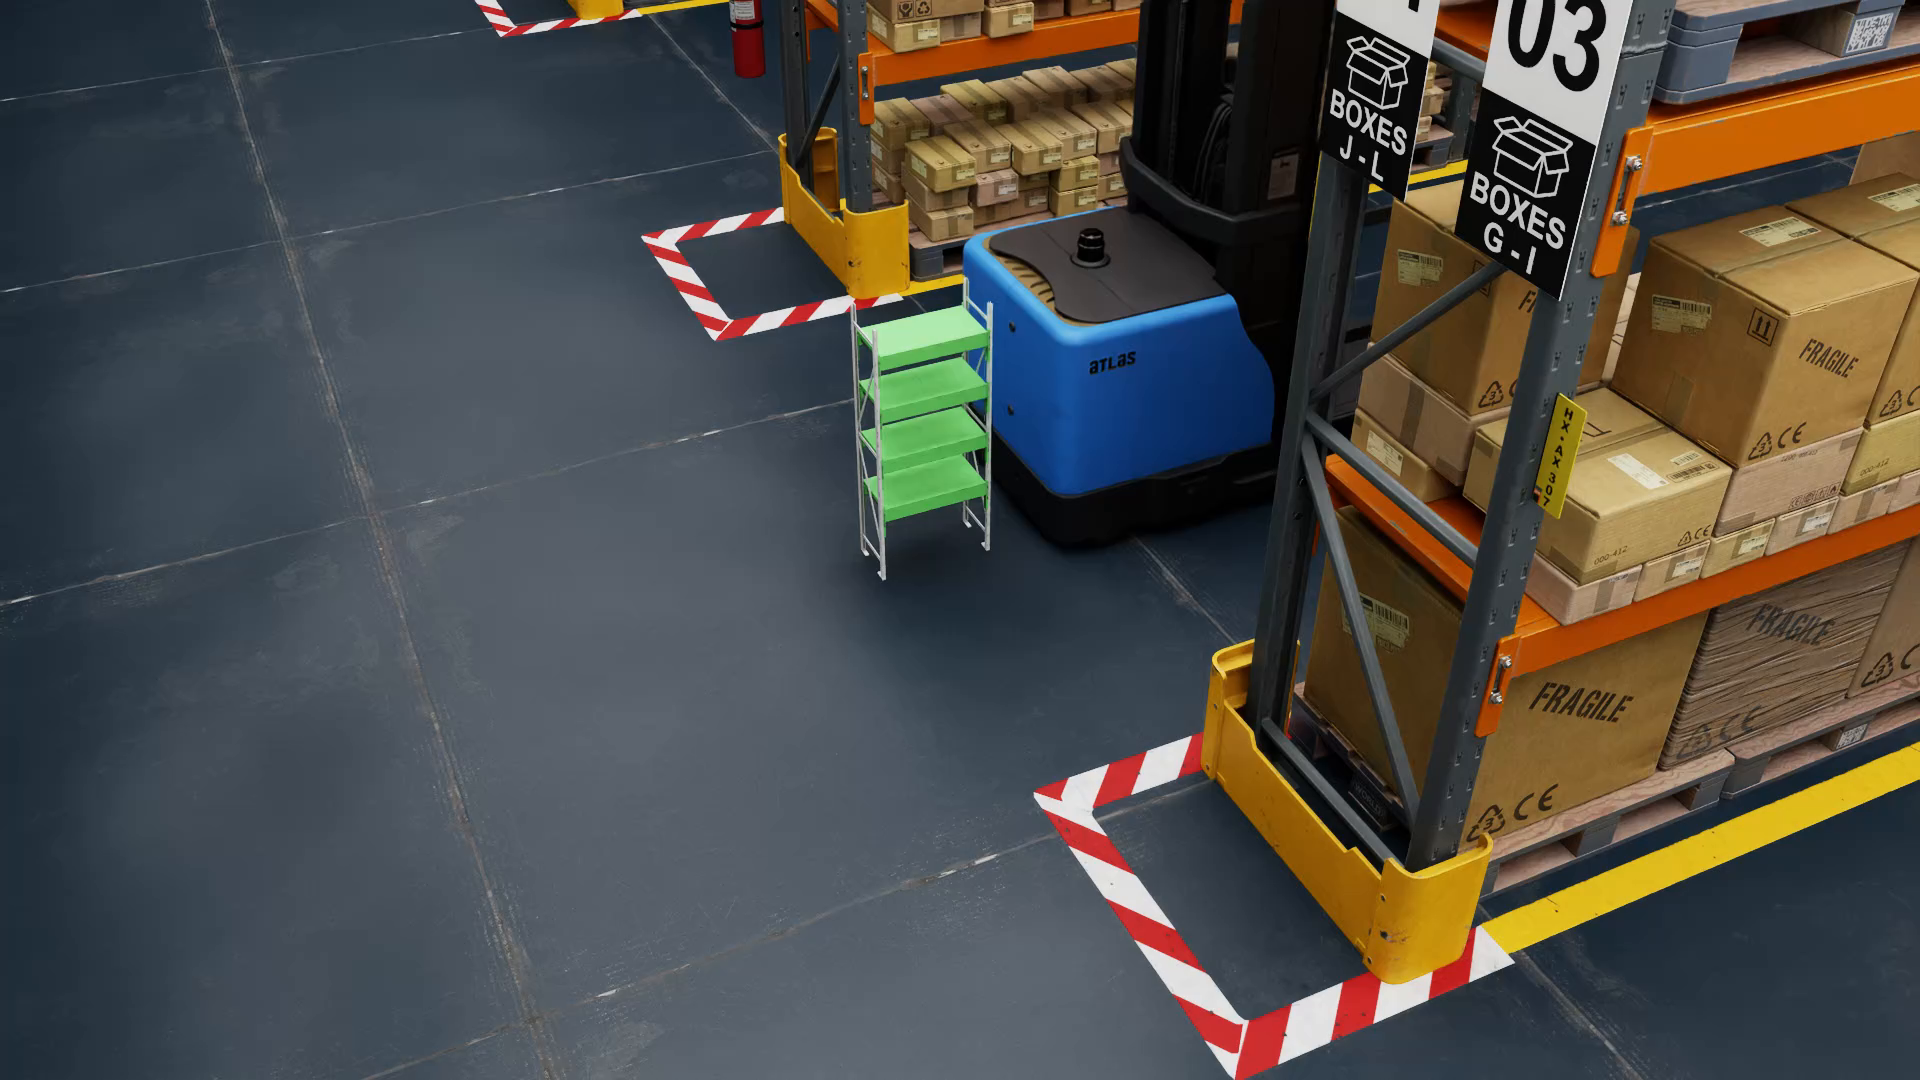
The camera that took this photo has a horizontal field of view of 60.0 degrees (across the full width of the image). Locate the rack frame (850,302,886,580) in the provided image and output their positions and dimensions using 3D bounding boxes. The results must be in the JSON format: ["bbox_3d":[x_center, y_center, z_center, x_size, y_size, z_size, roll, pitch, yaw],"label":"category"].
[{"bbox_3d":[-0.371,-0.378,6.753,0.015,1.200,0.240,-16,39,-20],"label":"rack frame"}]

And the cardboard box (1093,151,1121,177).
[{"bbox_3d":[0.792,-2.242,9.546,0.250,0.149,0.380,-18,40,-22],"label":"cardboard box"}]

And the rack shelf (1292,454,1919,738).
[{"bbox_3d":[3.101,-0.349,5.806,4.000,0.370,1.077,-16,39,-20],"label":"rack shelf"}]

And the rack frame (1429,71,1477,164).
[{"bbox_3d":[2.895,-3.844,9.915,0.127,3.000,1.000,-16,39,-20],"label":"rack frame"}]

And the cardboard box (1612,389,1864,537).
[{"bbox_3d":[2.307,-0.302,5.015,0.500,0.250,0.500,-16,39,-20],"label":"cardboard box"}]

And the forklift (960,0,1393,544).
[{"bbox_3d":[1.558,-1.750,7.150,3.031,2.935,1.130,-16,39,-20],"label":"forklift"}]

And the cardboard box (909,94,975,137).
[{"bbox_3d":[-0.102,-2.398,9.506,0.250,0.149,0.380,-15,39,-19],"label":"cardboard box"}]

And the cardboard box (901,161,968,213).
[{"bbox_3d":[-0.142,-1.969,9.178,0.250,0.149,0.380,-14,39,-18],"label":"cardboard box"}]

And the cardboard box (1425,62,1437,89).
[{"bbox_3d":[2.684,-2.876,10.151,0.250,0.149,0.380,-15,39,-19],"label":"cardboard box"}]

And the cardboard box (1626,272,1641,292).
[{"bbox_3d":[2.536,-0.713,5.570,0.500,0.250,0.500,-17,40,-21],"label":"cardboard box"}]

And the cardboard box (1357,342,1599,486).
[{"bbox_3d":[1.616,-0.456,5.223,0.500,0.250,0.500,-16,40,-21],"label":"cardboard box"}]

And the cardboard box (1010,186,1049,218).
[{"bbox_3d":[0.309,-1.992,9.459,0.250,0.149,0.380,-15,39,-19],"label":"cardboard box"}]

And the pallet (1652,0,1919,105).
[{"bbox_3d":[1.957,-1.494,4.303,1.213,0.211,1.003,-16,39,-20],"label":"pallet"}]

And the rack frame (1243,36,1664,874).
[{"bbox_3d":[1.290,-0.131,4.909,0.127,3.000,1.000,-16,39,-20],"label":"rack frame"}]

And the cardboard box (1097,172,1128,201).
[{"bbox_3d":[0.777,-2.114,9.623,0.250,0.149,0.380,-16,39,-20],"label":"cardboard box"}]

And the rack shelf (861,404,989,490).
[{"bbox_3d":[-0.150,-0.389,6.874,0.480,0.148,0.258,-16,39,-20],"label":"rack shelf"}]

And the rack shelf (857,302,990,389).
[{"bbox_3d":[-0.150,-0.774,6.588,0.480,0.148,0.258,-16,39,-20],"label":"rack shelf"}]

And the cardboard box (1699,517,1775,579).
[{"bbox_3d":[2.215,-0.073,5.041,0.250,0.149,0.380,-17,40,-21],"label":"cardboard box"}]

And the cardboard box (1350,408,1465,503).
[{"bbox_3d":[1.473,-0.298,5.345,0.250,0.149,0.380,-15,39,-19],"label":"cardboard box"}]

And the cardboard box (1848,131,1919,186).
[{"bbox_3d":[3.451,-1.266,5.686,0.500,0.500,0.500,-17,40,-21],"label":"cardboard box"}]

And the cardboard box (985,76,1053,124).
[{"bbox_3d":[0.340,-2.563,9.729,0.250,0.149,0.380,-17,40,-22],"label":"cardboard box"}]

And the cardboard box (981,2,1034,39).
[{"bbox_3d":[0.186,-2.762,8.667,0.250,0.149,0.380,-17,40,-21],"label":"cardboard box"}]

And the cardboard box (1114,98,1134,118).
[{"bbox_3d":[1.076,-2.387,9.492,0.250,0.149,0.380,-15,39,-19],"label":"cardboard box"}]

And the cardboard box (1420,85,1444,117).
[{"bbox_3d":[2.745,-2.736,10.212,0.250,0.149,0.380,-15,39,-19],"label":"cardboard box"}]

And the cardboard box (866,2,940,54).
[{"bbox_3d":[-0.293,-2.636,8.497,0.250,0.149,0.380,-16,39,-20],"label":"cardboard box"}]

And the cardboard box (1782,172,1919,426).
[{"bbox_3d":[2.759,-0.729,4.961,0.500,0.500,0.500,-17,40,-21],"label":"cardboard box"}]

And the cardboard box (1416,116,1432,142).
[{"bbox_3d":[2.685,-2.585,10.257,0.250,0.149,0.380,-15,39,-19],"label":"cardboard box"}]

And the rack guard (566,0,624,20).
[{"bbox_3d":[-2.942,-4.465,12.851,0.348,0.500,1.175,-16,39,-20],"label":"rack guard"}]

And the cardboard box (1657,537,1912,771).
[{"bbox_3d":[2.659,0.118,6.004,0.875,0.875,0.875,-16,39,-20],"label":"cardboard box"}]

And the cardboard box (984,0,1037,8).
[{"bbox_3d":[0.272,-3.105,8.585,0.500,0.500,0.500,-16,39,-20],"label":"cardboard box"}]

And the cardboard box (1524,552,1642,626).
[{"bbox_3d":[1.752,0.058,4.865,0.250,0.149,0.380,-15,39,-19],"label":"cardboard box"}]

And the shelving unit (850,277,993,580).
[{"bbox_3d":[-0.150,-0.440,6.836,0.503,1.200,0.258,-16,39,-20],"label":"shelving unit"}]

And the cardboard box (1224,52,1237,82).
[{"bbox_3d":[1.521,-2.904,10.189,0.250,0.149,0.380,-15,39,-19],"label":"cardboard box"}]

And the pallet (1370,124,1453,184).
[{"bbox_3d":[2.302,-2.535,10.491,1.213,0.211,1.003,-16,39,-20],"label":"pallet"}]

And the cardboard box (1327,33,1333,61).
[{"bbox_3d":[2.221,-3.093,10.444,0.250,0.149,0.380,-14,39,-18],"label":"cardboard box"}]

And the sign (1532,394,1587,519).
[{"bbox_3d":[1.521,-0.210,4.222,0.005,0.325,0.100,-16,39,-20],"label":"sign"}]

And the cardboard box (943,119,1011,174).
[{"bbox_3d":[0.092,-2.178,9.210,0.250,0.149,0.380,-15,39,-19],"label":"cardboard box"}]

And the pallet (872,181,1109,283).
[{"bbox_3d":[0.094,-1.917,9.658,1.213,0.211,1.003,-16,39,-20],"label":"pallet"}]

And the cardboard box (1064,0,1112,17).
[{"bbox_3d":[0.618,-2.957,8.930,0.250,0.149,0.380,-16,39,-20],"label":"cardboard box"}]

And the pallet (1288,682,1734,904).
[{"bbox_3d":[1.981,0.744,6.070,1.213,0.211,1.003,-16,39,-20],"label":"pallet"}]

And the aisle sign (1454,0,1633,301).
[{"bbox_3d":[1.353,-0.995,3.892,0.004,0.787,0.394,-16,39,-20],"label":"aisle sign"}]

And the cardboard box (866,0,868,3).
[{"bbox_3d":[-0.551,-2.966,8.941,0.250,0.149,0.380,-16,39,-20],"label":"cardboard box"}]

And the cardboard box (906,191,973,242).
[{"bbox_3d":[-0.115,-1.815,9.220,0.250,0.149,0.380,-15,39,-19],"label":"cardboard box"}]

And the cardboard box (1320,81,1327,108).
[{"bbox_3d":[1.979,-2.700,9.913,0.250,0.149,0.380,-14,39,-18],"label":"cardboard box"}]

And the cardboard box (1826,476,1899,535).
[{"bbox_3d":[2.681,-0.203,5.217,0.250,0.149,0.380,-16,40,-21],"label":"cardboard box"}]

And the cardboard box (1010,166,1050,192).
[{"bbox_3d":[0.314,-2.117,9.378,0.250,0.149,0.380,-15,39,-19],"label":"cardboard box"}]

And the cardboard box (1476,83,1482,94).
[{"bbox_3d":[3.677,-3.053,10.594,0.500,0.500,0.500,-14,39,-18],"label":"cardboard box"}]

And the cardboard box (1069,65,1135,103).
[{"bbox_3d":[0.845,-2.668,9.870,0.250,0.149,0.380,-17,40,-21],"label":"cardboard box"}]

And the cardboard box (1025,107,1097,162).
[{"bbox_3d":[0.563,-2.280,9.348,0.250,0.149,0.380,-18,40,-22],"label":"cardboard box"}]

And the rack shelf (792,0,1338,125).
[{"bbox_3d":[1.085,-3.049,9.447,4.000,0.370,1.077,-16,39,-20],"label":"rack shelf"}]
